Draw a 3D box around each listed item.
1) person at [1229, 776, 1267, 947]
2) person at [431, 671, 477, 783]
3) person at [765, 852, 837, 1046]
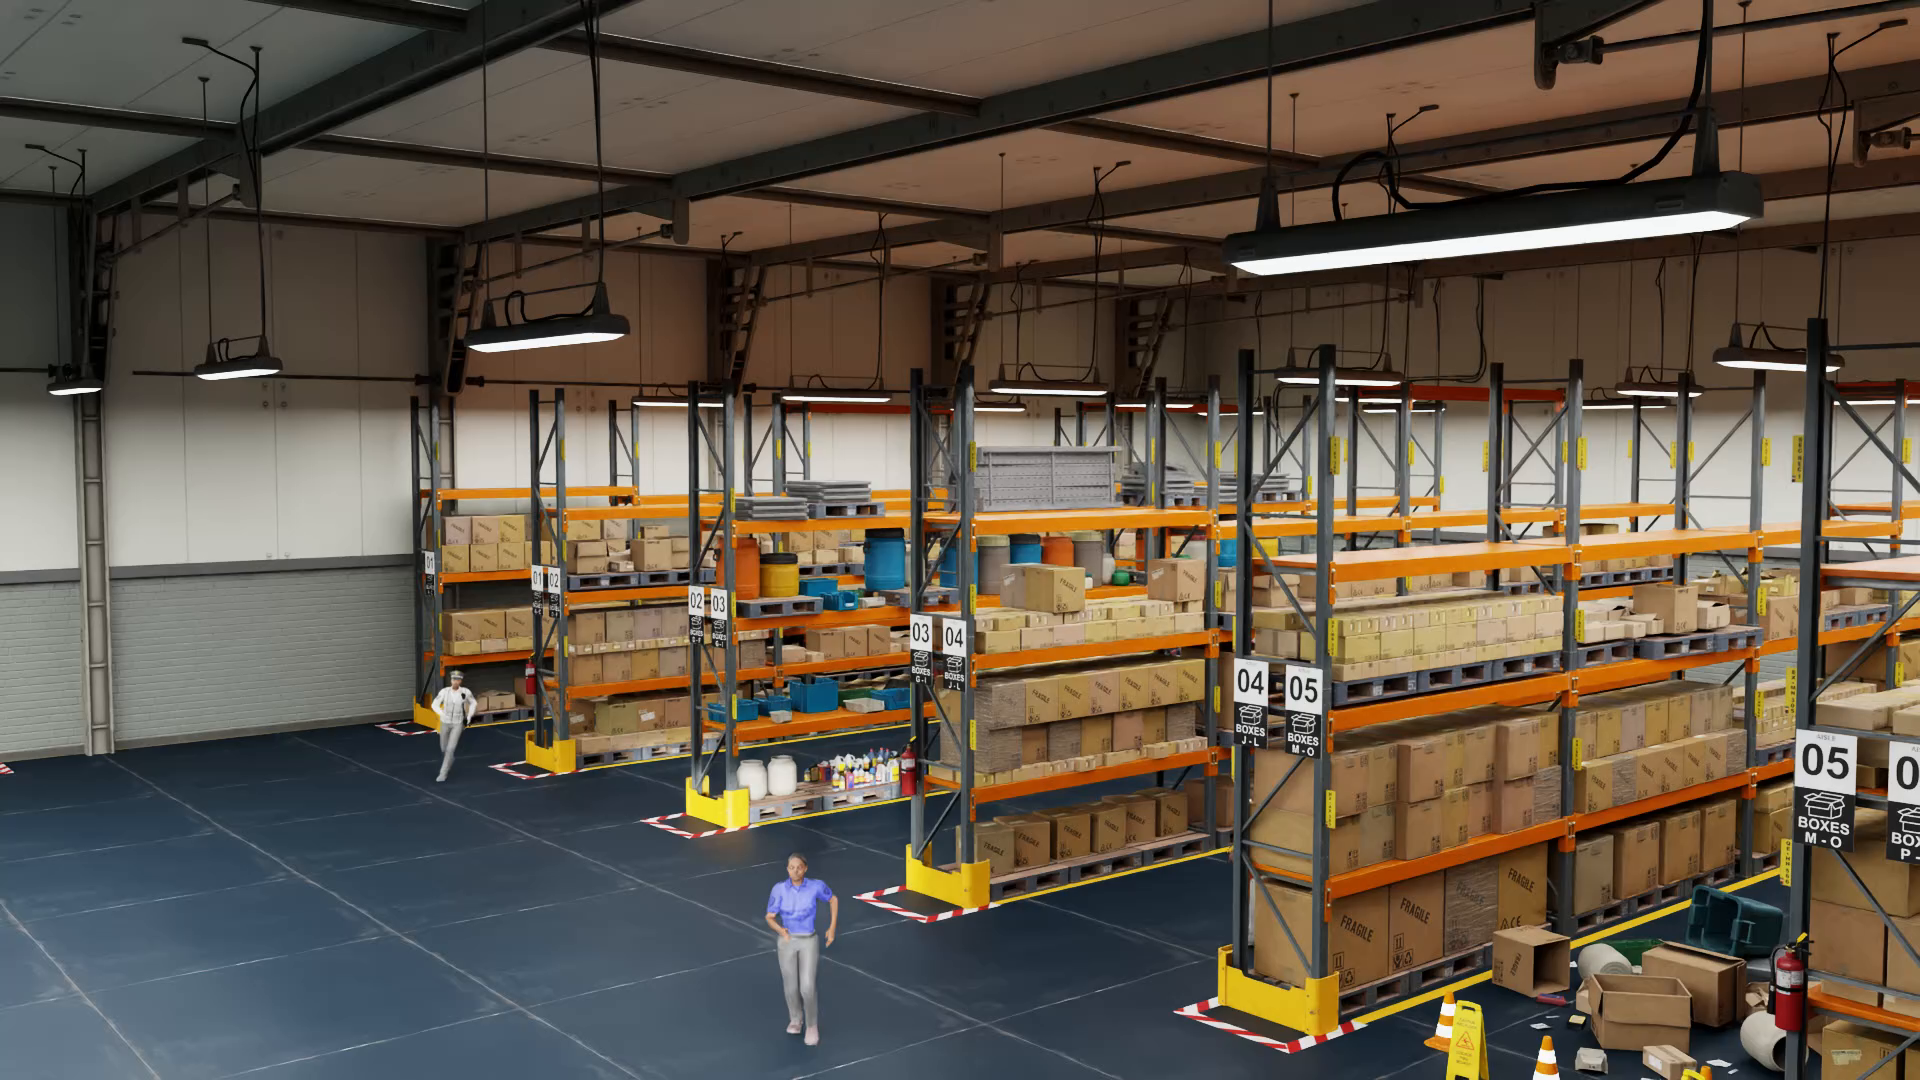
[{"bbox_3d":[3.088,3.284,17.158,0.679,1.731,0.619,3,5,42],"label":"person"},{"bbox_3d":[-7.782,2.824,25.587,0.649,1.672,0.851,0,3,-8],"label":"person"},{"bbox_3d":[-1.364,3.523,14.249,0.600,1.680,0.692,0,3,0],"label":"person"}]
